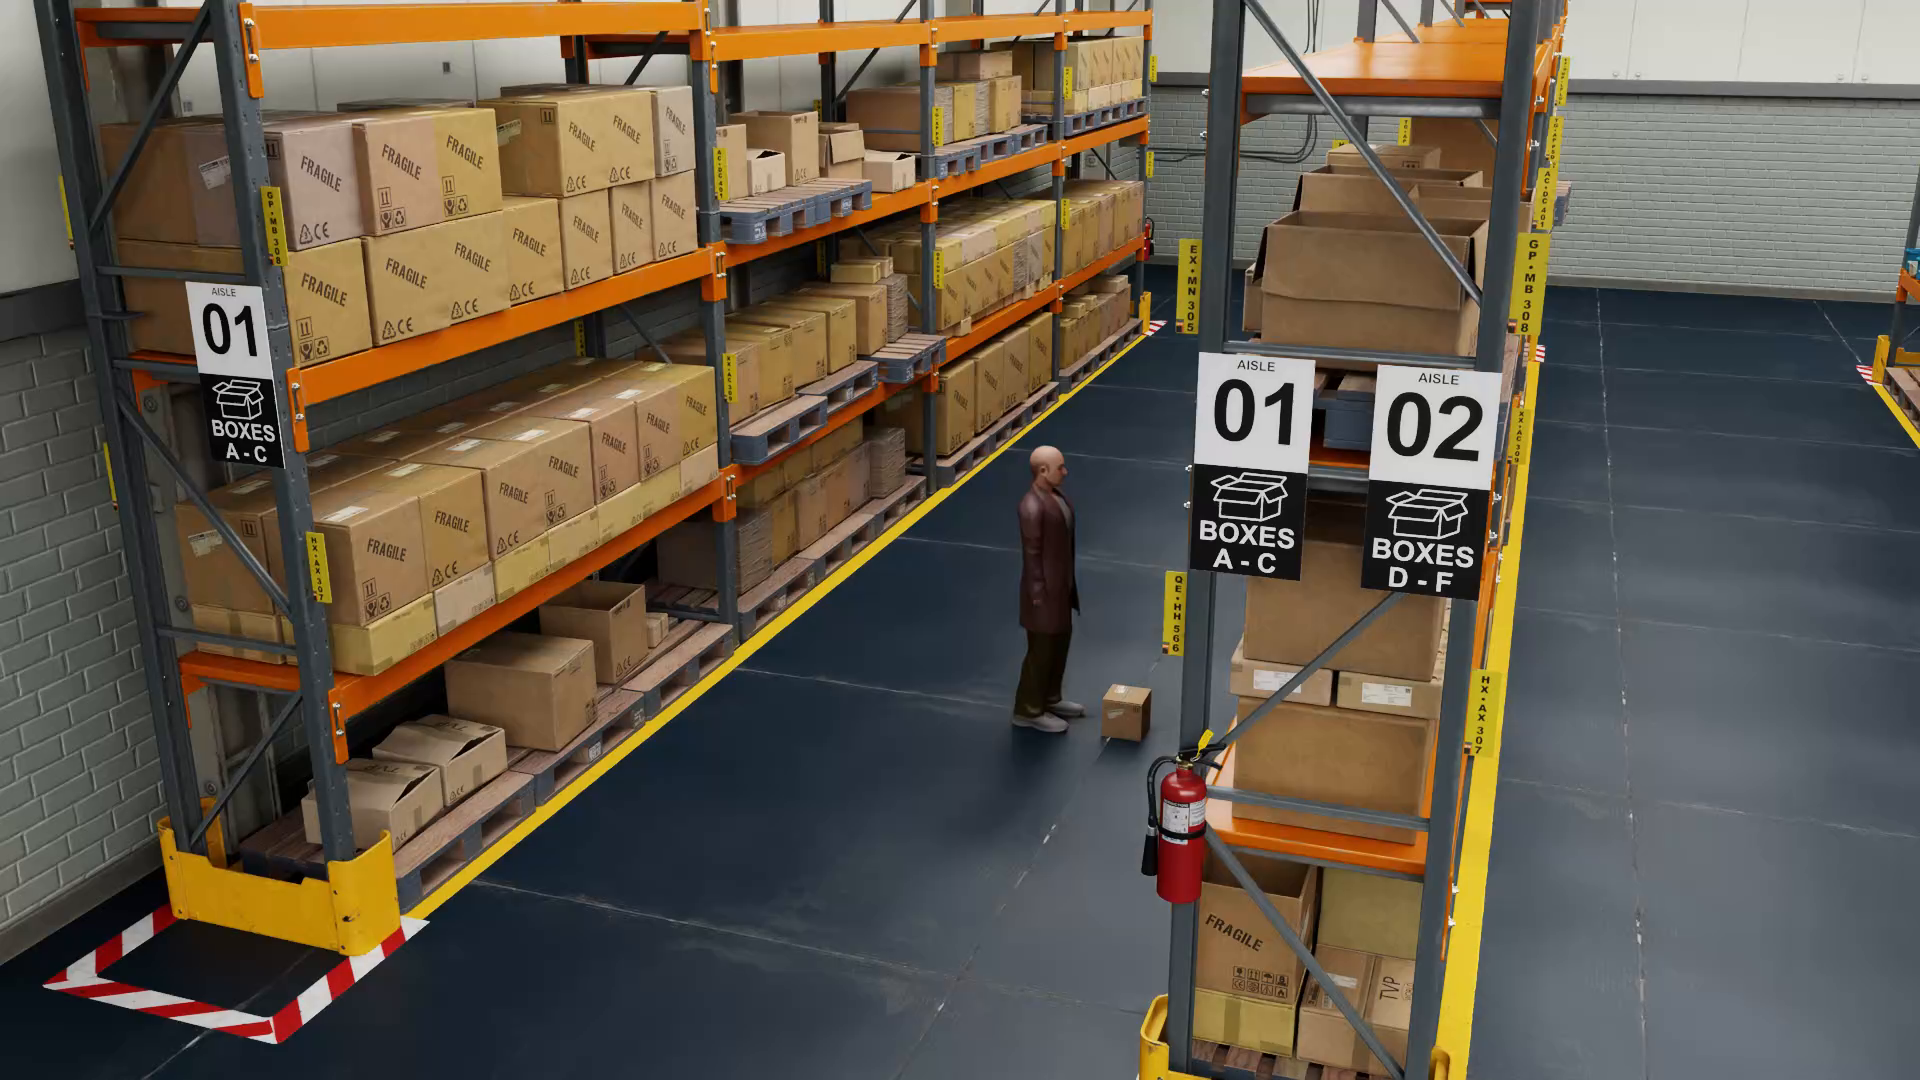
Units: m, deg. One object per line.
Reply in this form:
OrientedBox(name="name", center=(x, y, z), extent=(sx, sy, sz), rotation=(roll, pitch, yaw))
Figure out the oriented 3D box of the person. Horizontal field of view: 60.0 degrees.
OrientedBox(name="person", center=(0.558, 0.287, 10.223), extent=(0.395, 1.776, 0.562), rotation=(7, 20, 19))
